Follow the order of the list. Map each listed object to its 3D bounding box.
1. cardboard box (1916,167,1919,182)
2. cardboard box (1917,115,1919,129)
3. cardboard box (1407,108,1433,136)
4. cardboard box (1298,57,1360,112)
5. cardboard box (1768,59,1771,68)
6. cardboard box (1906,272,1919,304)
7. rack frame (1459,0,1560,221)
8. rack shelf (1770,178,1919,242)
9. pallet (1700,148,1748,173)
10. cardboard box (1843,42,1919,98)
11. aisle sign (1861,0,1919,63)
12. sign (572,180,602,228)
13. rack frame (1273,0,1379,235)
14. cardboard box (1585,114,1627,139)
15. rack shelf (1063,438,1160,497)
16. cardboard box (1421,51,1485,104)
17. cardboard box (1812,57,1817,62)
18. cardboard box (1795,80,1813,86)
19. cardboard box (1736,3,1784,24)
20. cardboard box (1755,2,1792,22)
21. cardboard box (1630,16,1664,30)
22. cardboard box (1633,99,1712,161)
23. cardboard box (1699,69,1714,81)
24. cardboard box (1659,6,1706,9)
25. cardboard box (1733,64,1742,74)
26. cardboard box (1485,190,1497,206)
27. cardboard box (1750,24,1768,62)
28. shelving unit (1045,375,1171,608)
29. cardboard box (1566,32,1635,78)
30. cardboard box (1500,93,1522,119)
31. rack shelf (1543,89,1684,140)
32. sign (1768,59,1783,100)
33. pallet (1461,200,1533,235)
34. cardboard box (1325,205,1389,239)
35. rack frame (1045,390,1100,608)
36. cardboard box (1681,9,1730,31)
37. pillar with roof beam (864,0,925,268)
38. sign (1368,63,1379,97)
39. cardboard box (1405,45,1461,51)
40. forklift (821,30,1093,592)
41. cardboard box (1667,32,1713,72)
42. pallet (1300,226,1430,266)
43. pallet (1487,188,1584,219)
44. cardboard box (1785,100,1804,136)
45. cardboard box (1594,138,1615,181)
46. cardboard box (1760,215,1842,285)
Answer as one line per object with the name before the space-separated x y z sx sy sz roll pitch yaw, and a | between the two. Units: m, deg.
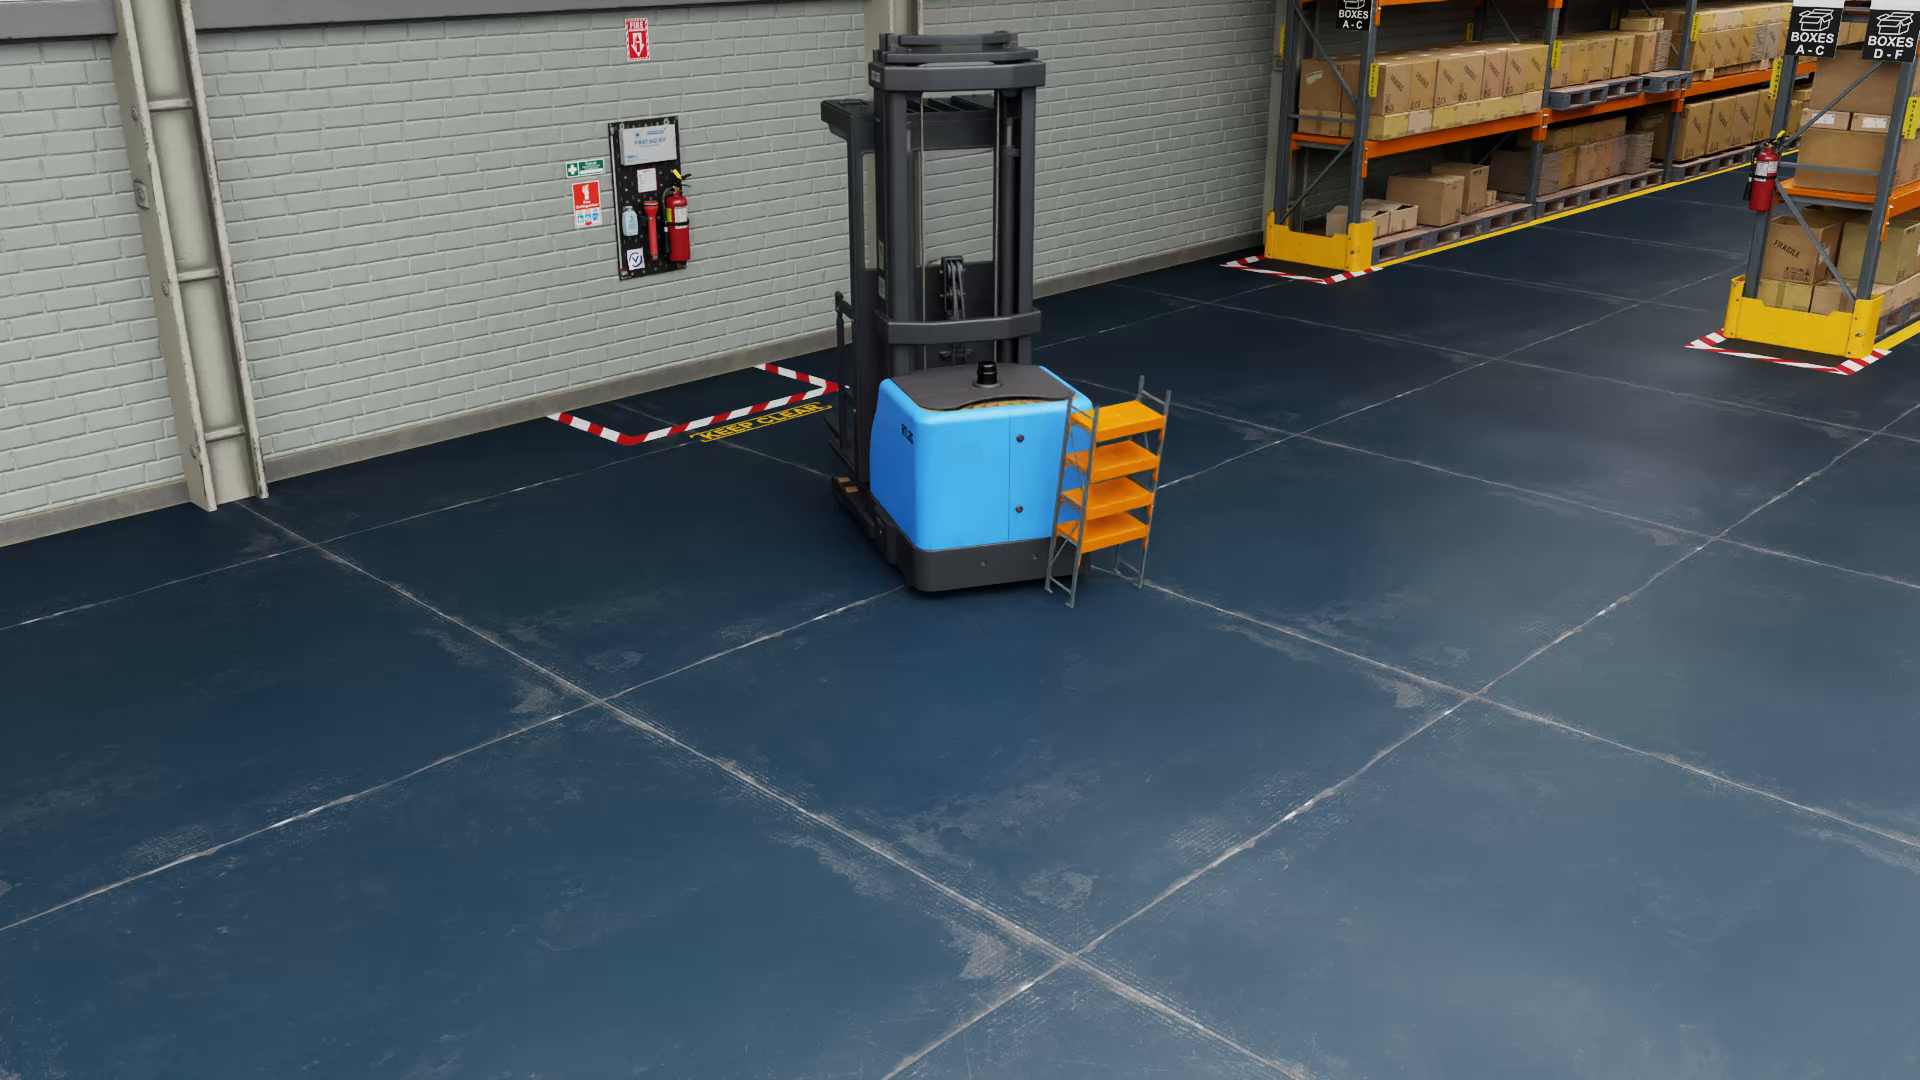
cardboard box | 8.366 -3.545 14.977 0.700 0.500 0.500 19 28 41
cardboard box | 8.103 -3.648 14.340 0.380 0.149 0.250 19 28 41
cardboard box | 4.686 -4.480 17.731 0.500 0.250 0.500 18 28 39
cardboard box | 3.943 -4.821 17.574 0.500 0.500 0.500 19 28 40
cardboard box | 11.733 -7.051 24.560 0.250 0.149 0.380 -19 28 -40
cardboard box | 8.547 -2.371 15.311 0.500 0.250 0.500 19 28 41
rack frame | 6.557 -5.386 19.906 1.000 3.000 0.127 19 28 41
rack shelf | 8.713 -3.297 15.475 1.077 0.370 4.000 19 28 41
pallet | 10.802 -5.608 24.372 1.003 0.211 1.213 19 28 41
cardboard box | 8.053 -4.038 14.452 0.700 0.500 0.500 18 28 39
aisle sign | 7.492 -4.239 13.298 0.394 0.787 0.004 19 28 41
sign | -2.762 -2.486 12.313 0.001 0.329 0.234 19 28 41
rack frame | 3.766 -4.358 17.231 1.000 3.000 0.127 19 28 41
cardboard box | 8.440 -5.474 21.961 0.500 0.250 0.500 -20 28 -41
rack shelf | 0.809 -0.396 8.960 0.480 0.148 0.258 -14 33 -32
cardboard box | 5.383 -5.086 18.262 0.500 0.500 0.500 -19 28 -40
cardboard box | 13.041 -7.904 26.040 0.980 0.700 0.700 18 28 39
cardboard box | 13.751 -7.420 27.192 0.250 0.149 0.380 -20 28 -41
cardboard box | 11.632 -7.674 24.232 0.500 0.250 0.500 -19 28 -41
cardboard box | 11.995 -7.803 24.568 0.500 0.250 0.500 -19 28 -41
cardboard box | 9.128 -6.873 22.118 0.380 0.149 0.250 15 26 34
cardboard box | 9.954 -5.763 23.298 0.750 0.750 0.750 19 28 40
cardboard box | 10.171 -6.443 22.978 0.250 0.149 0.380 -19 28 -40
cardboard box | 10.202 -7.404 23.529 0.500 0.250 0.500 18 28 39
cardboard box | 10.993 -6.796 23.896 0.250 0.149 0.380 -19 28 -40
cardboard box | 6.205 -4.124 19.958 0.380 0.166 0.250 15 26 34
cardboard box | 11.291 -7.195 24.031 0.500 0.500 0.500 19 28 41
shelving unit | 0.796 -0.258 9.033 0.503 1.200 0.258 -14 33 -32
cardboard box | 8.173 -6.217 21.316 0.700 0.500 0.500 19 28 41
cardboard box | 6.090 -5.002 19.088 0.500 0.250 0.500 19 28 41
rack shelf | 7.952 -5.564 21.373 1.077 0.370 4.000 19 28 41
sign | 6.939 -3.909 14.120 0.100 0.325 0.005 19 28 41
pallet | 6.114 -3.903 19.934 1.003 0.211 1.213 19 28 41
cardboard box | 4.314 -3.463 18.039 0.500 0.311 0.500 15 26 35
rack frame | 0.596 -0.208 8.903 0.015 1.200 0.240 -14 33 -32
cardboard box | 10.223 -7.150 22.868 0.500 0.250 0.500 19 28 40
pillar with roof beam | 2.534 -4.935 10.370 9.100 9.000 0.400 19 28 41
sign | 4.155 -4.626 16.723 0.100 0.325 0.005 19 28 41
cardboard box | 5.364 -5.348 18.944 0.500 0.500 0.500 -19 28 -41
forklift | -0.190 -1.581 10.102 1.130 2.935 3.031 -7 22 -17
cardboard box | 9.869 -6.670 22.665 0.500 0.500 0.500 -19 28 -40
pallet | 4.411 -3.276 18.303 1.003 0.211 1.213 19 28 41
pallet | 7.099 -4.285 20.928 1.003 0.211 1.213 19 28 41
cardboard box | 12.733 -6.638 26.063 0.700 0.500 0.500 20 29 41
cardboard box | 8.113 -5.016 21.816 0.700 0.500 0.500 19 28 40
cardboard box | 7.479 -2.594 14.844 0.500 0.500 0.500 19 28 41
